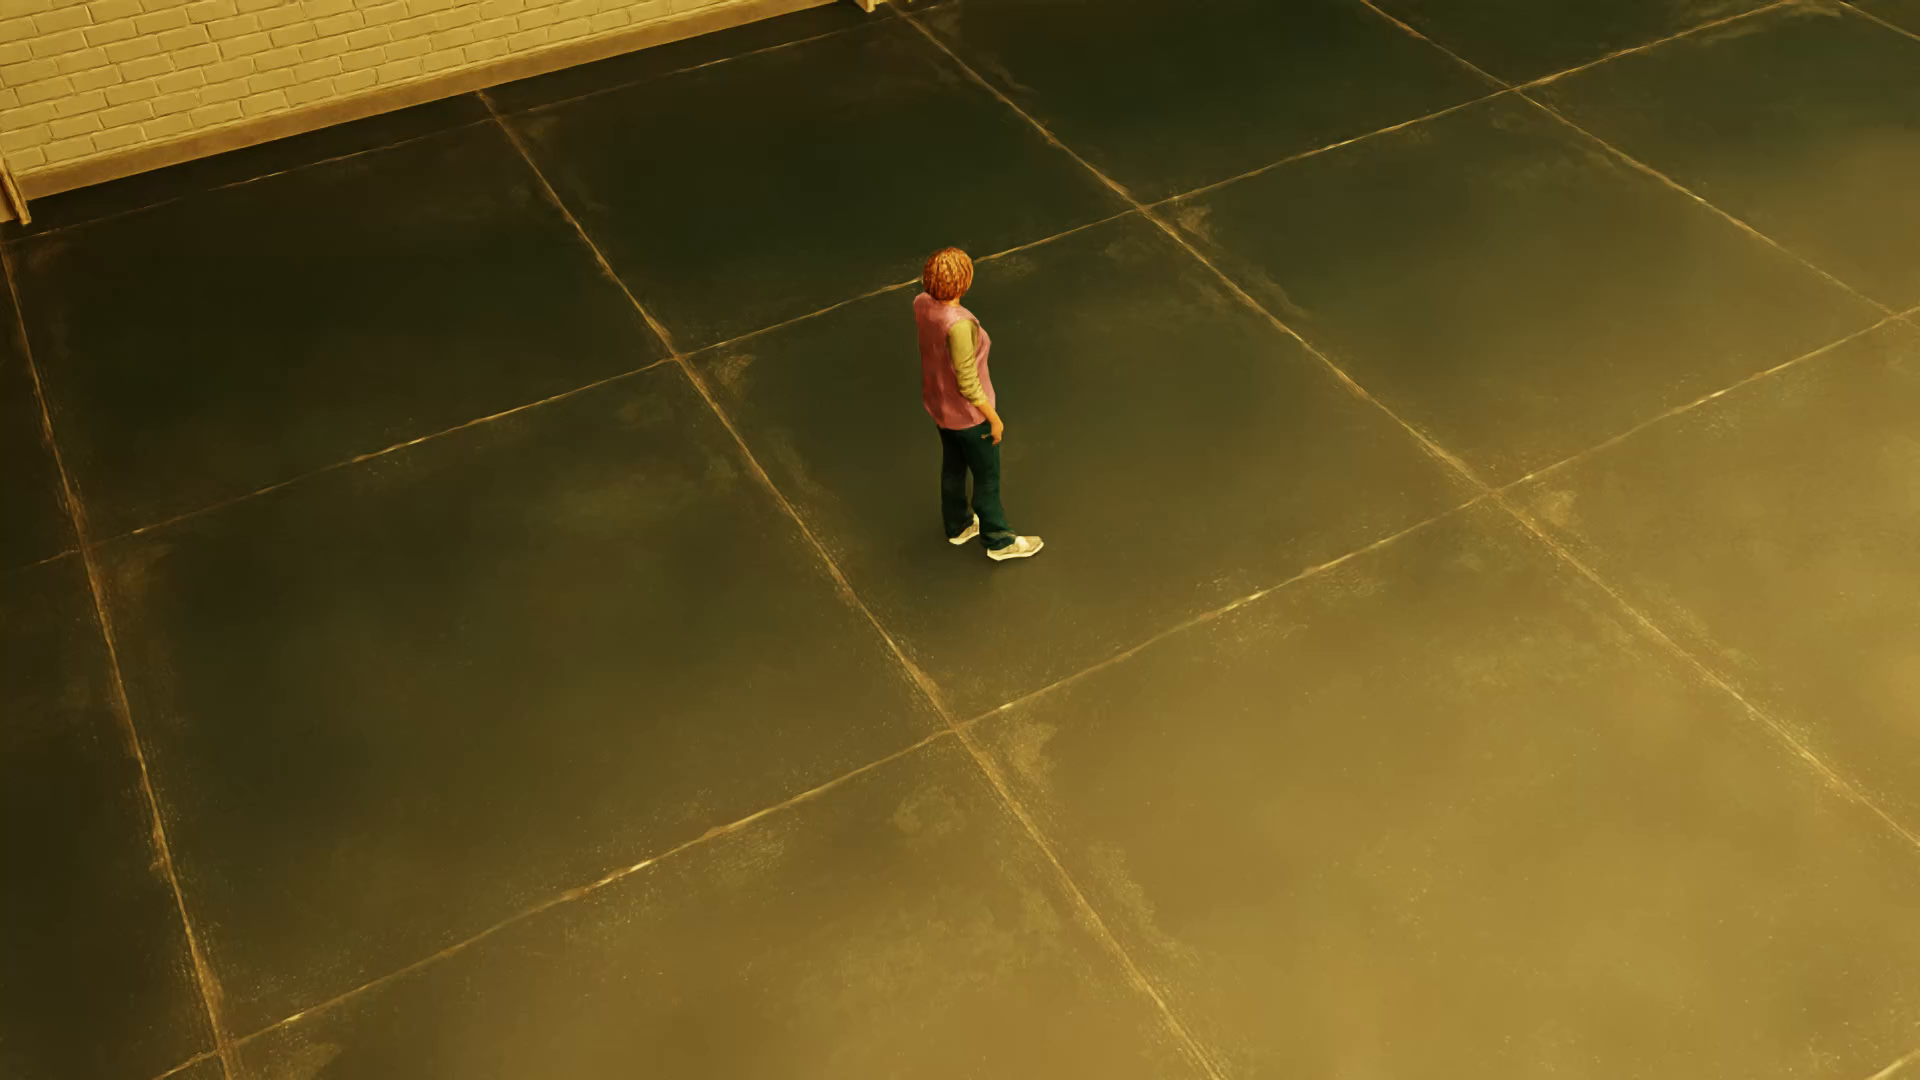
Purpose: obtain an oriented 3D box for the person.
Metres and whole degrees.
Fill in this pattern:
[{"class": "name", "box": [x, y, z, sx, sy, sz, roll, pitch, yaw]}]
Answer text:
[{"class": "person", "box": [0.071, -0.607, 7.324, 0.474, 1.597, 0.520, -21, 47, -21]}]
